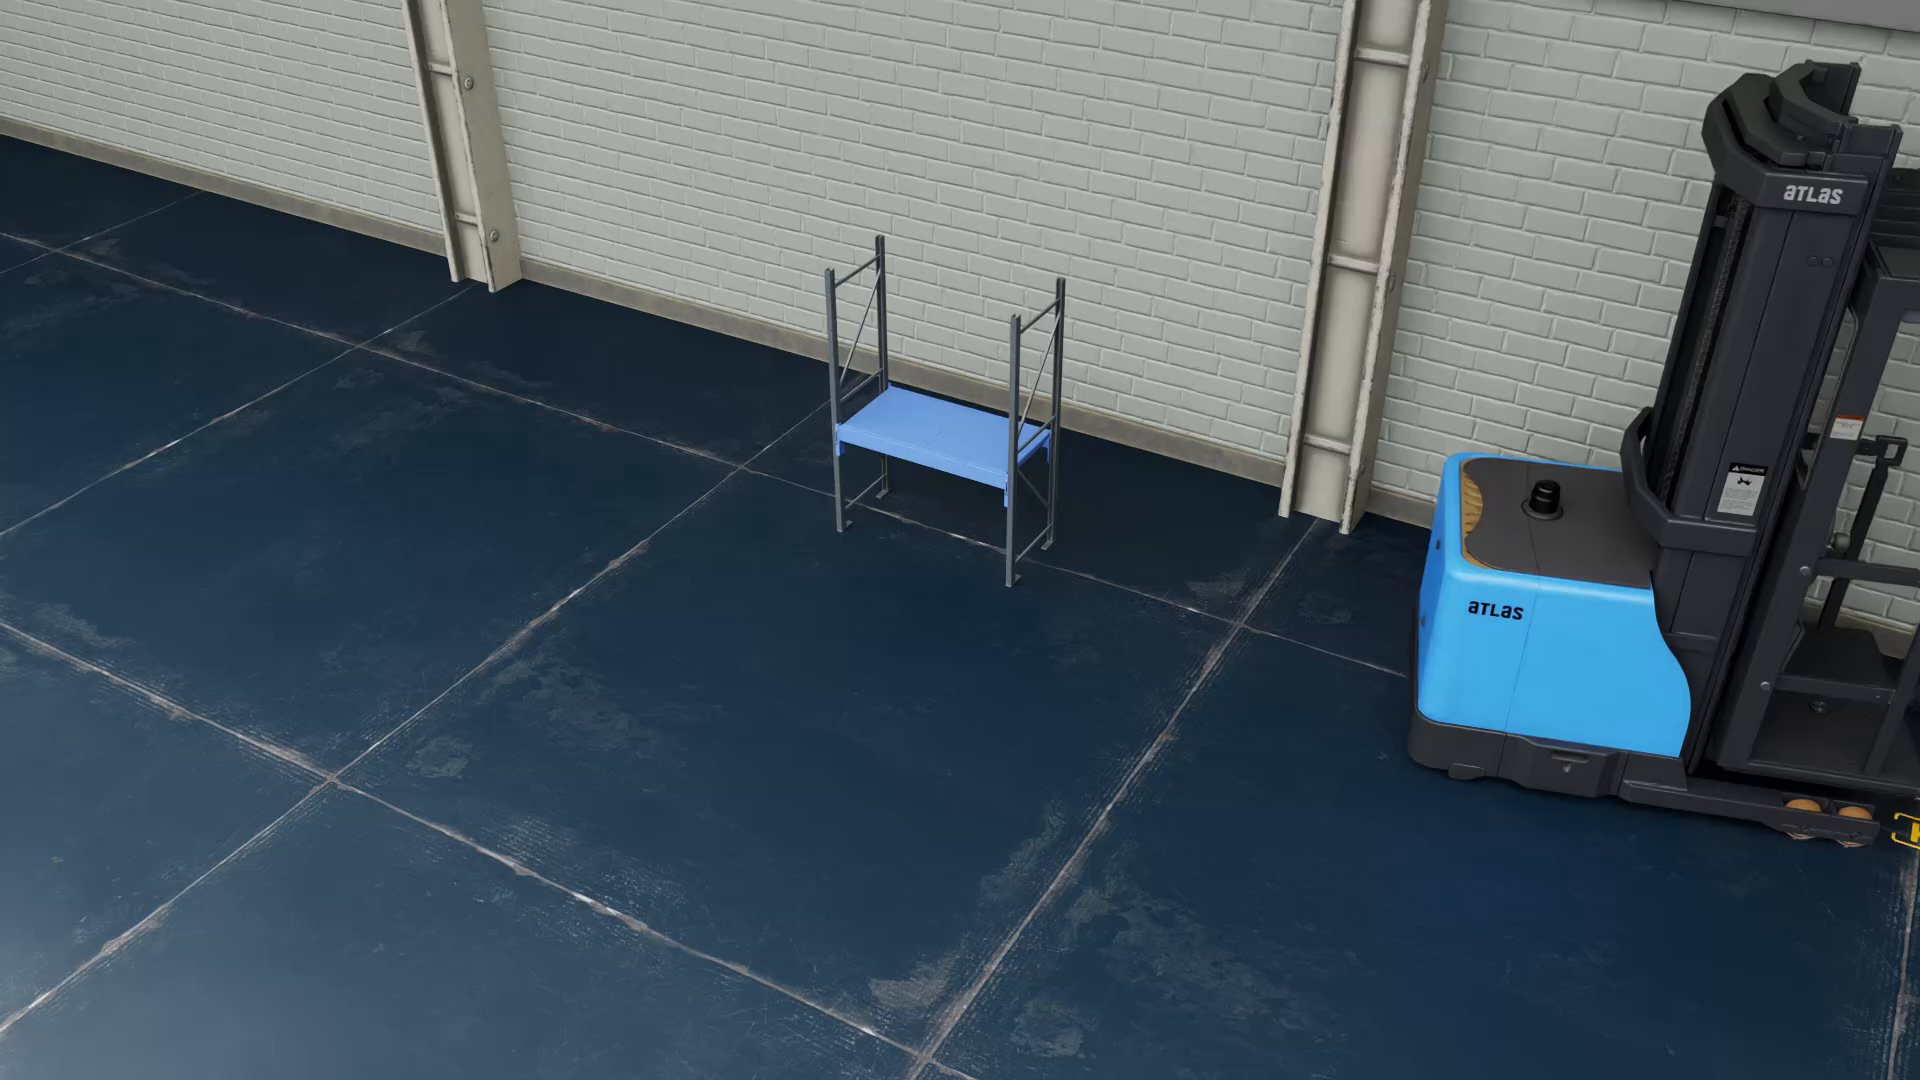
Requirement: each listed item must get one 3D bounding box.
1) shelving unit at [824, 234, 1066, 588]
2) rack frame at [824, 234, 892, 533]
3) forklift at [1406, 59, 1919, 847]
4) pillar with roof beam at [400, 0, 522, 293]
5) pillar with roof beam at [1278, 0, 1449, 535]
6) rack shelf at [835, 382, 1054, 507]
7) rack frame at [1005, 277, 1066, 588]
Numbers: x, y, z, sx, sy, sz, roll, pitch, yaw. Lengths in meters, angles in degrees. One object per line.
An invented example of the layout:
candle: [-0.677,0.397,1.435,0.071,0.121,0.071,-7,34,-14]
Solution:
shelving unit: [-0.074,-0.648,8.370,1.048,1.500,0.538,18,37,24]
rack frame: [-0.515,-0.788,8.579,0.032,1.500,0.500,18,37,24]
forklift: [3.518,-0.282,6.529,3.031,2.935,1.130,8,34,11]
pillar with roof beam: [-5.386,-3.478,5.854,0.400,9.000,9.100,18,37,24]
pillar with roof beam: [-0.176,-1.828,3.376,0.400,9.000,9.100,18,37,24]
rack shelf: [-0.074,-0.498,8.469,1.000,0.185,0.538,18,37,24]
rack frame: [0.367,-0.508,8.160,0.032,1.500,0.500,18,37,24]
